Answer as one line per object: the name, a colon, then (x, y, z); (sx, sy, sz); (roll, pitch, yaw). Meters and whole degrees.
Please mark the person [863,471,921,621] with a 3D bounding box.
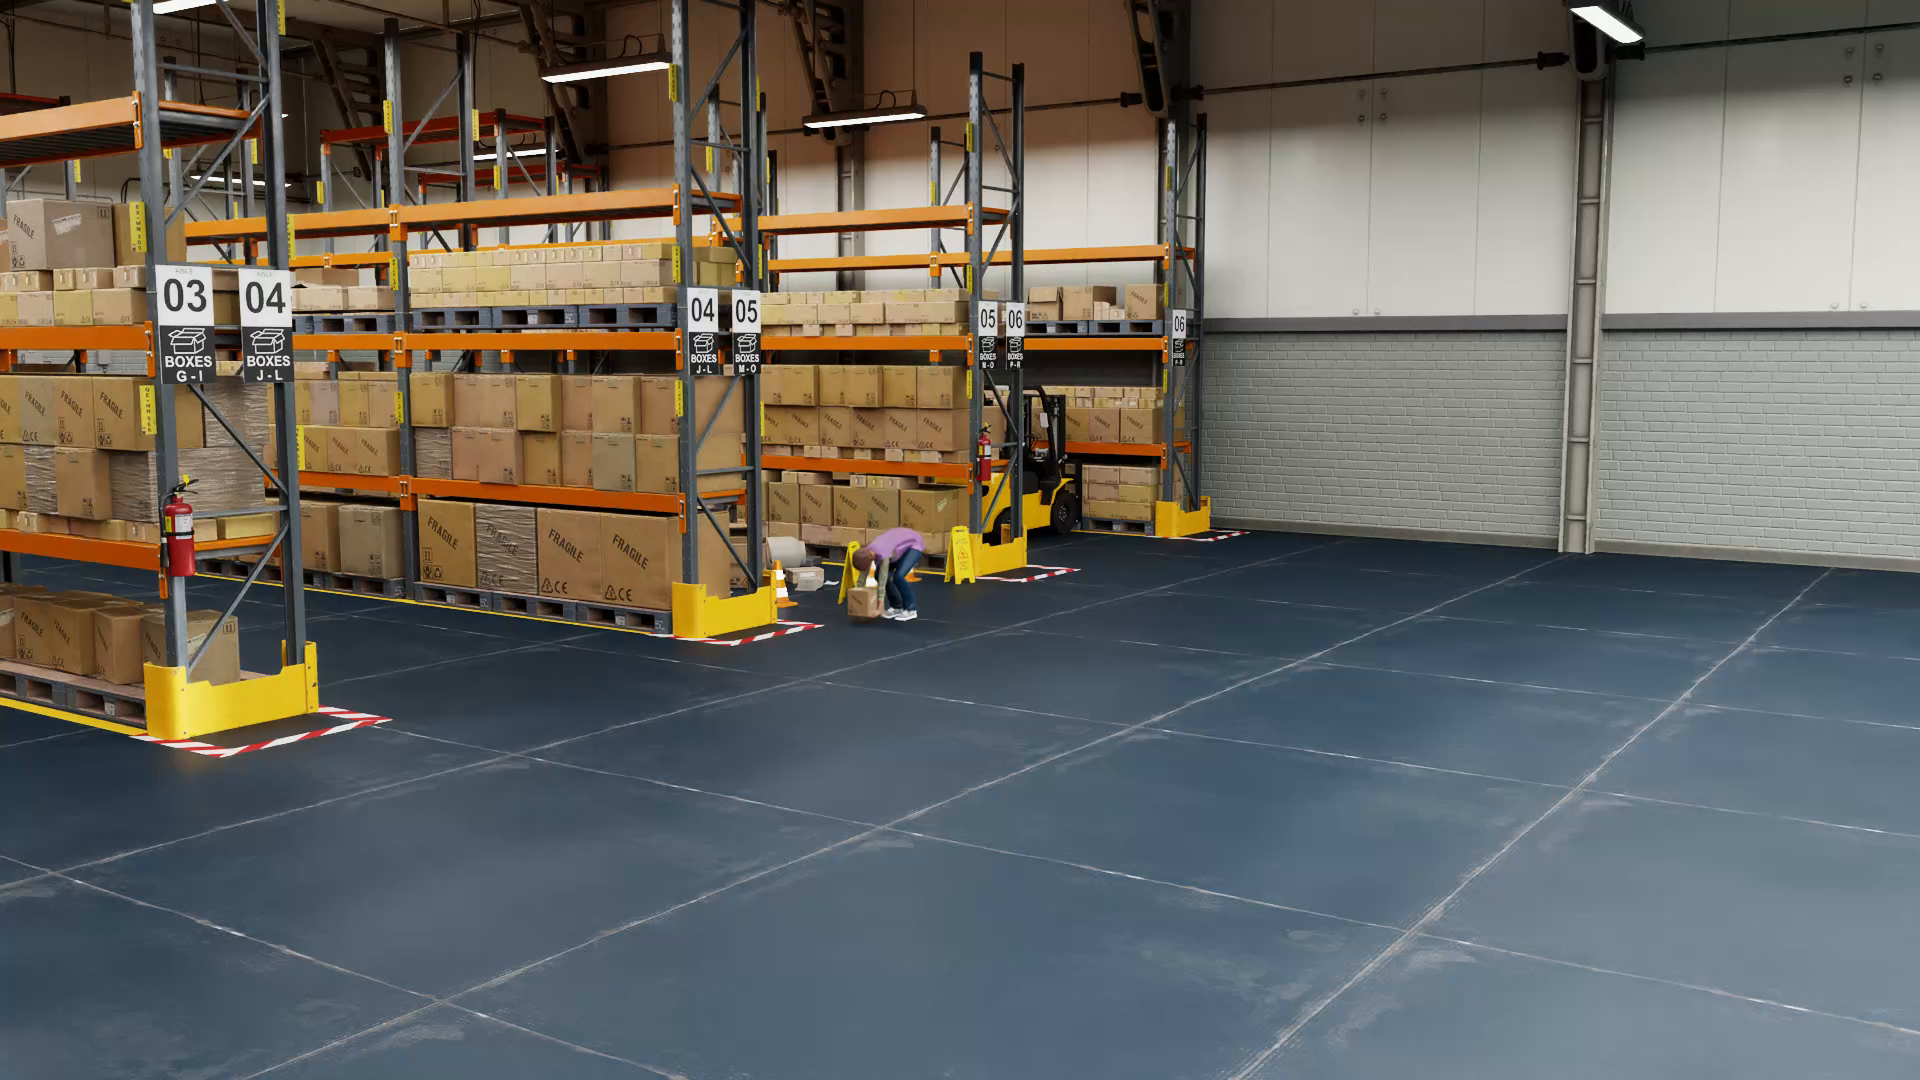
person: (-0.682, 0.063, 16.268); (0.633, 1.461, 0.372); (-5, 8, -39)
